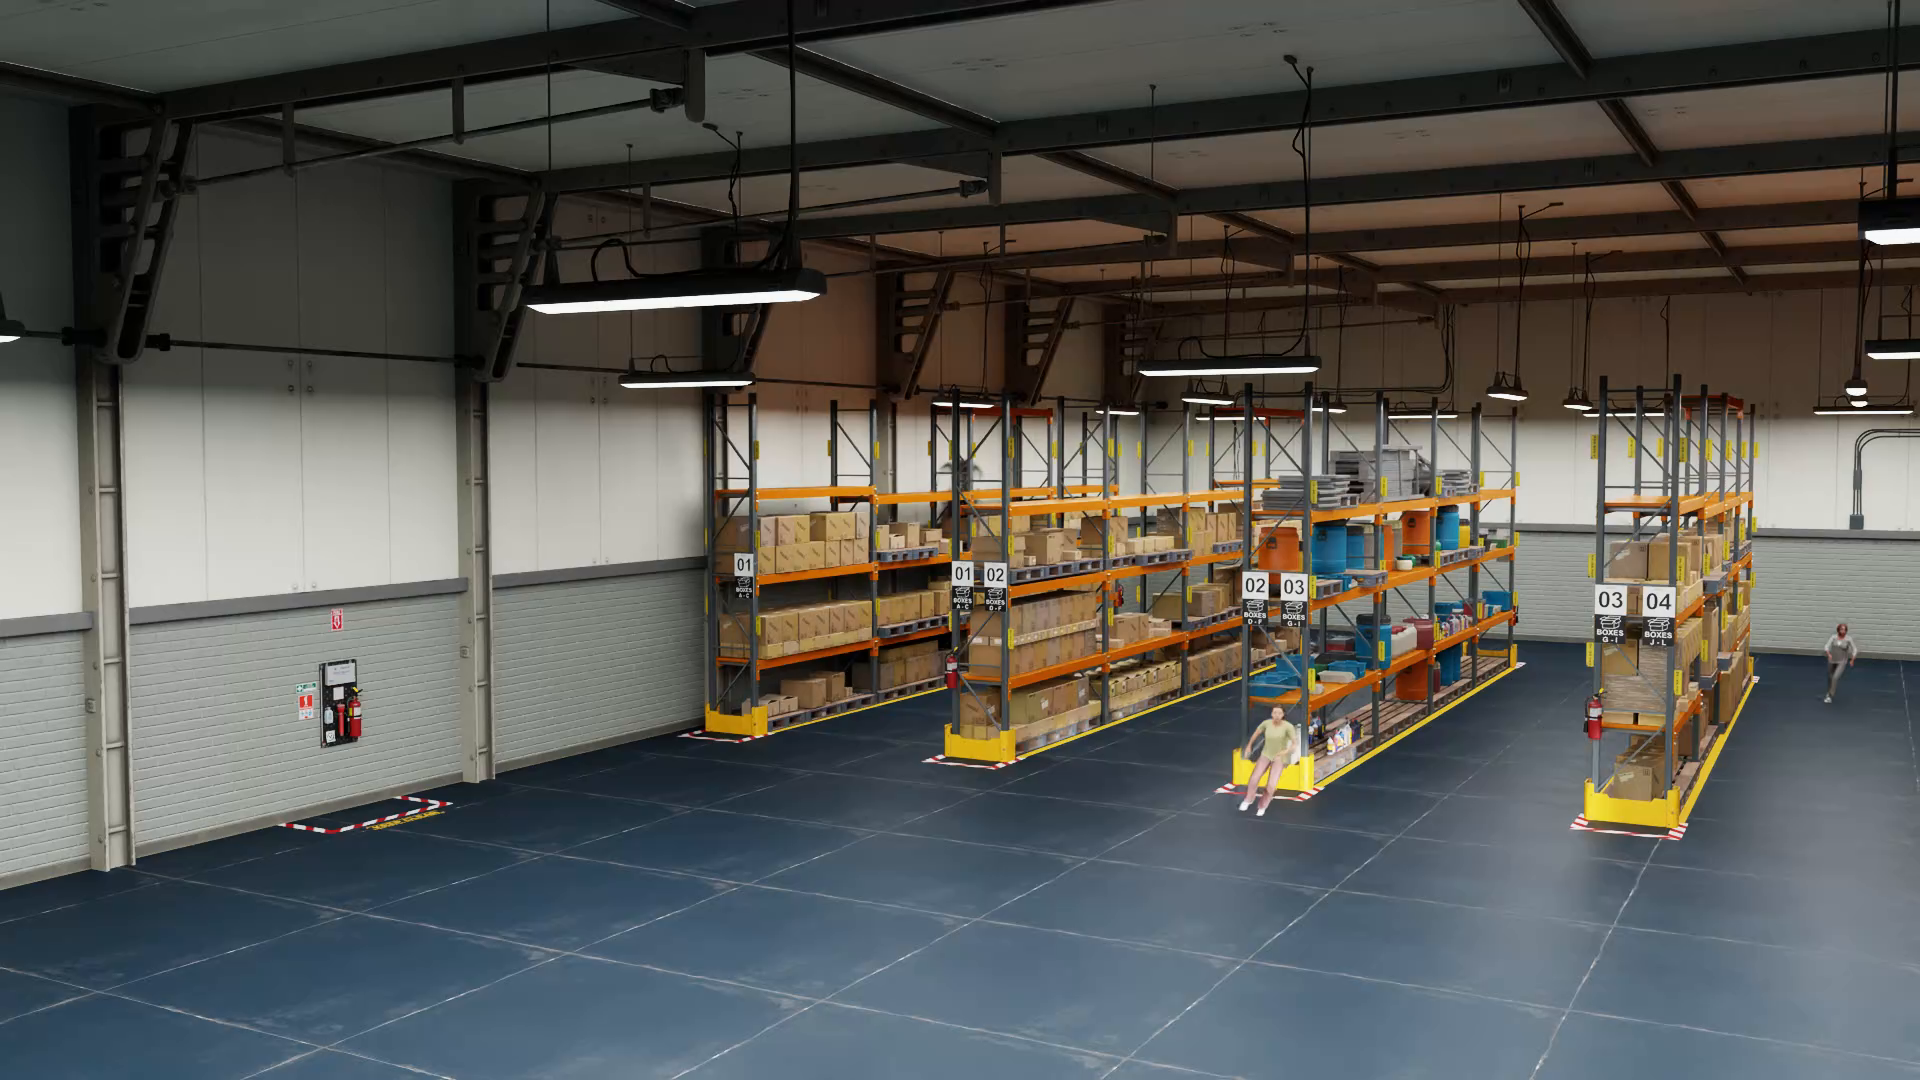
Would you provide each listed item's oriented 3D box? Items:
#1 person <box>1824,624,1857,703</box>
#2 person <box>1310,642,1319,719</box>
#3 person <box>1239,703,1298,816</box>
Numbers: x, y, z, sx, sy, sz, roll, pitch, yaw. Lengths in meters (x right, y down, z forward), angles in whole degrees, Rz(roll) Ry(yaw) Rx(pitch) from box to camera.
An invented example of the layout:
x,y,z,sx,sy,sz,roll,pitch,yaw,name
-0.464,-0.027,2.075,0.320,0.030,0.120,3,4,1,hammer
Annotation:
x,y,z,sx,sy,sz,roll,pitch,yaw,name
17.269,2.429,32.671,0.576,1.526,0.848,3,4,41,person
6.294,2.604,30.035,0.598,1.597,0.806,0,3,-1,person
4.218,3.006,22.711,0.793,1.589,0.573,1,3,16,person
